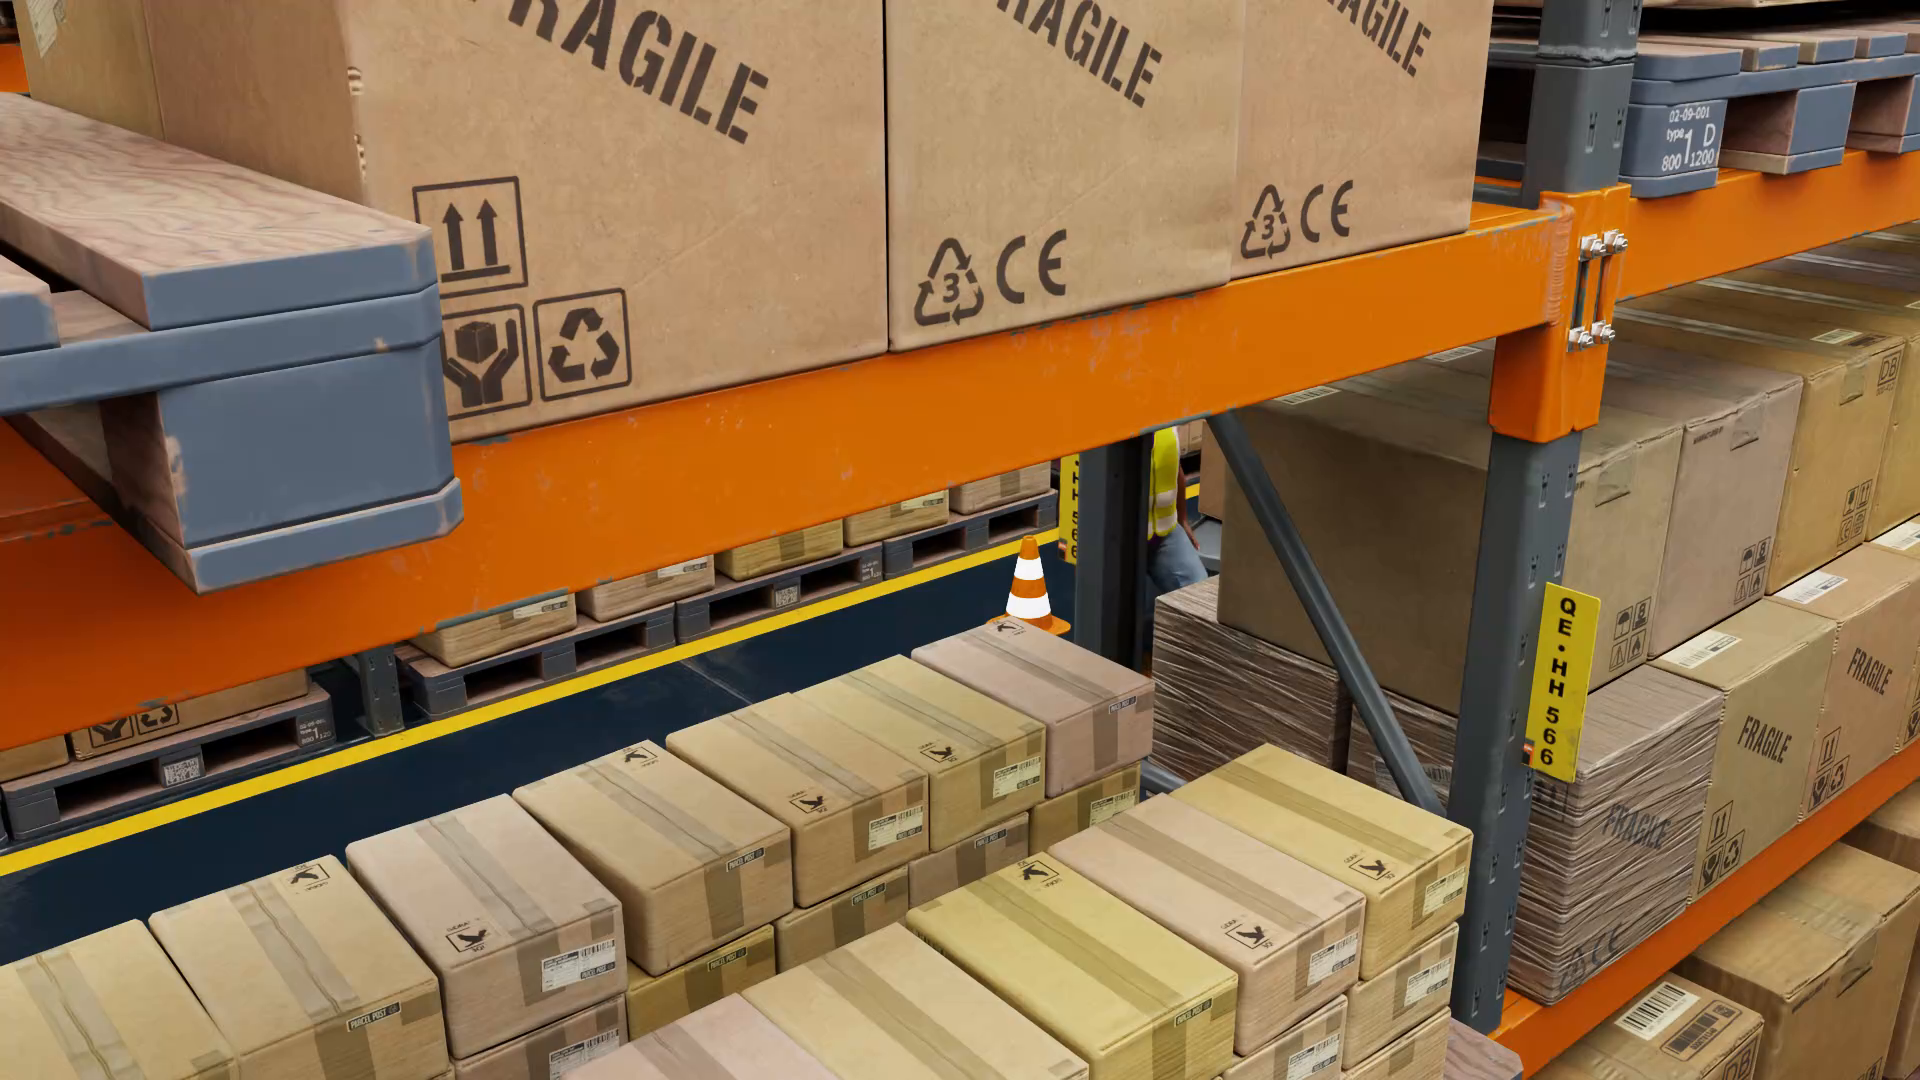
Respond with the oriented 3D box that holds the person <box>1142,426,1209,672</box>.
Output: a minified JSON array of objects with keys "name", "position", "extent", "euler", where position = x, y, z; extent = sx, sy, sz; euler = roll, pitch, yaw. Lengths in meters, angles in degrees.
[{"name":"person","position":[0.715,0.005,6.549],"extent":[0.570,1.758,0.556],"euler":[-16,26,-36]}]
